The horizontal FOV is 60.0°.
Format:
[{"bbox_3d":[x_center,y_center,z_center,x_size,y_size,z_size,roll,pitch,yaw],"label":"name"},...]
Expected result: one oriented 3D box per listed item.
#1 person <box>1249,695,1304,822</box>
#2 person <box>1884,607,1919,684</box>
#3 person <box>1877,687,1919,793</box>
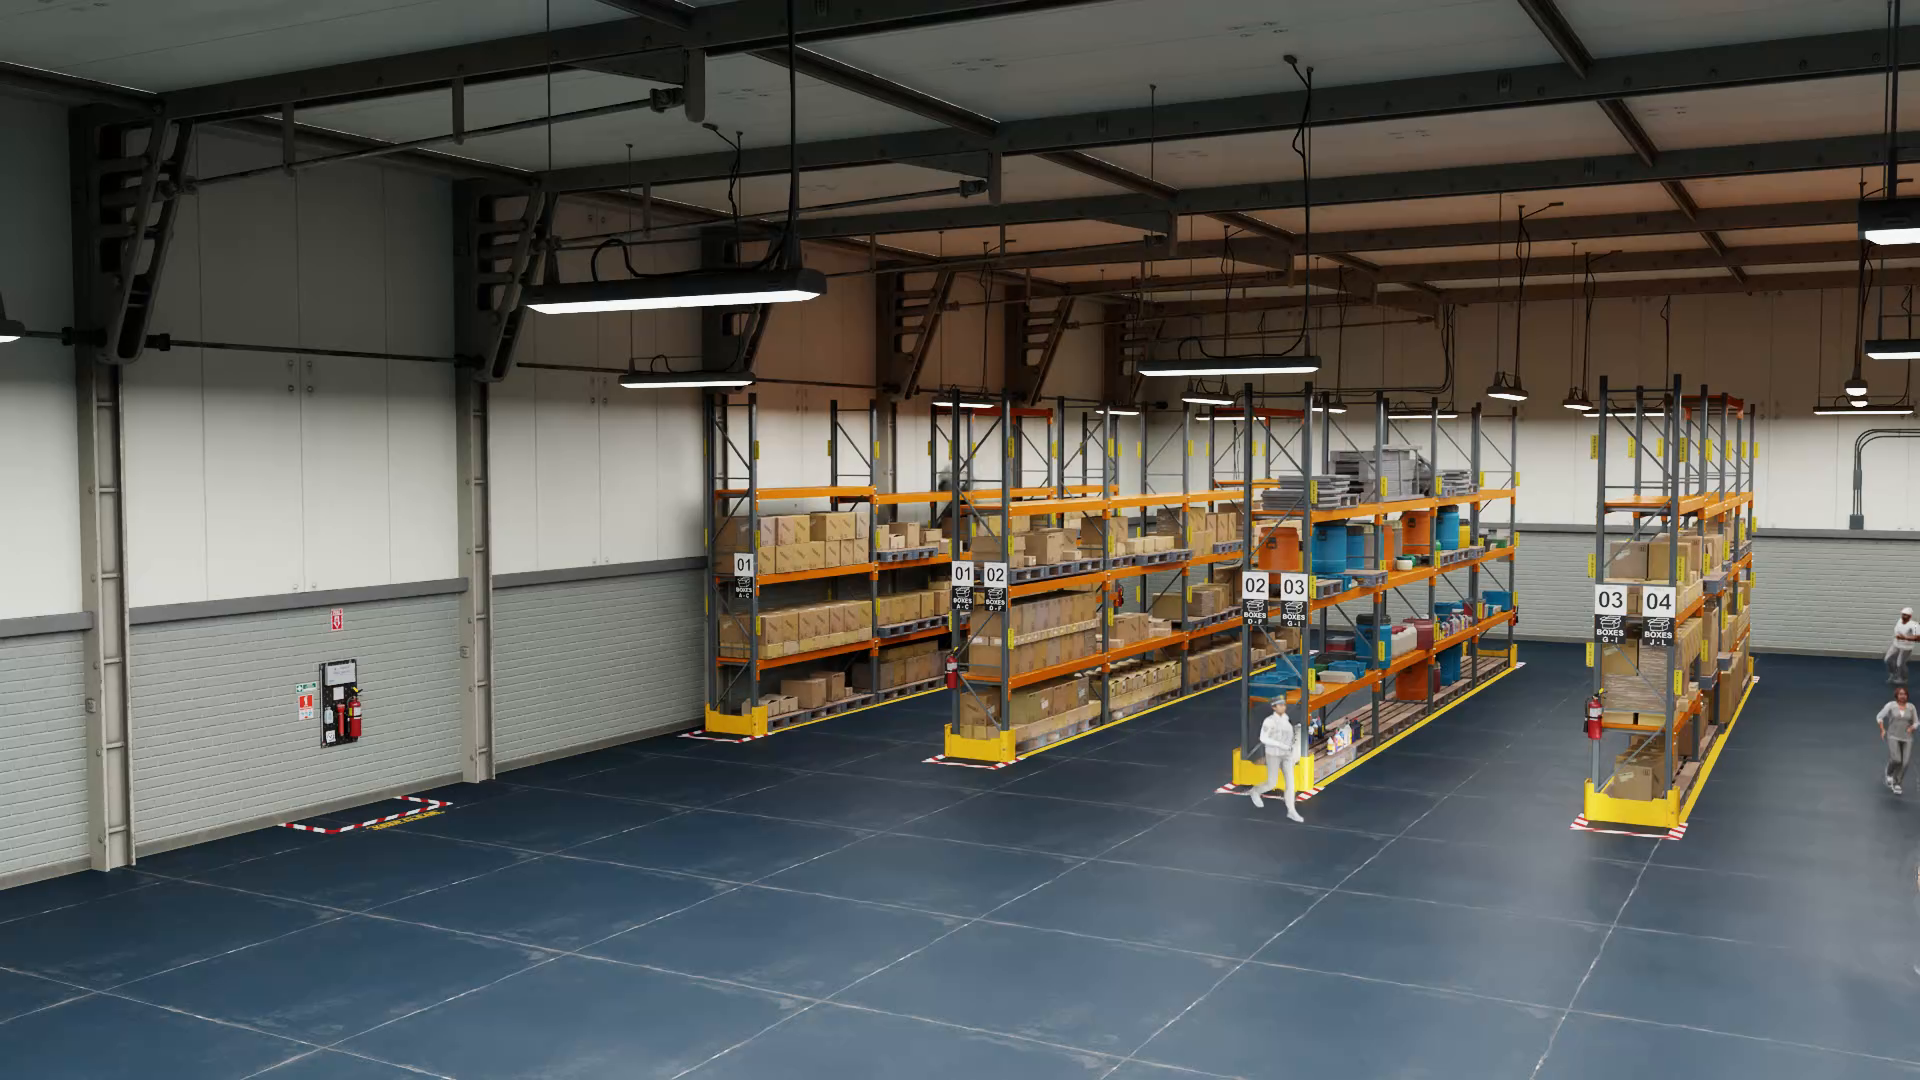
[{"bbox_3d":[4.313,2.930,22.582,0.630,1.680,0.930,-2,4,-33],"label":"person"},{"bbox_3d":[20.007,2.258,35.254,0.626,1.697,0.806,-1,3,-15],"label":"person"},{"bbox_3d":[13.643,2.923,24.150,0.516,1.538,0.549,1,3,16],"label":"person"}]
